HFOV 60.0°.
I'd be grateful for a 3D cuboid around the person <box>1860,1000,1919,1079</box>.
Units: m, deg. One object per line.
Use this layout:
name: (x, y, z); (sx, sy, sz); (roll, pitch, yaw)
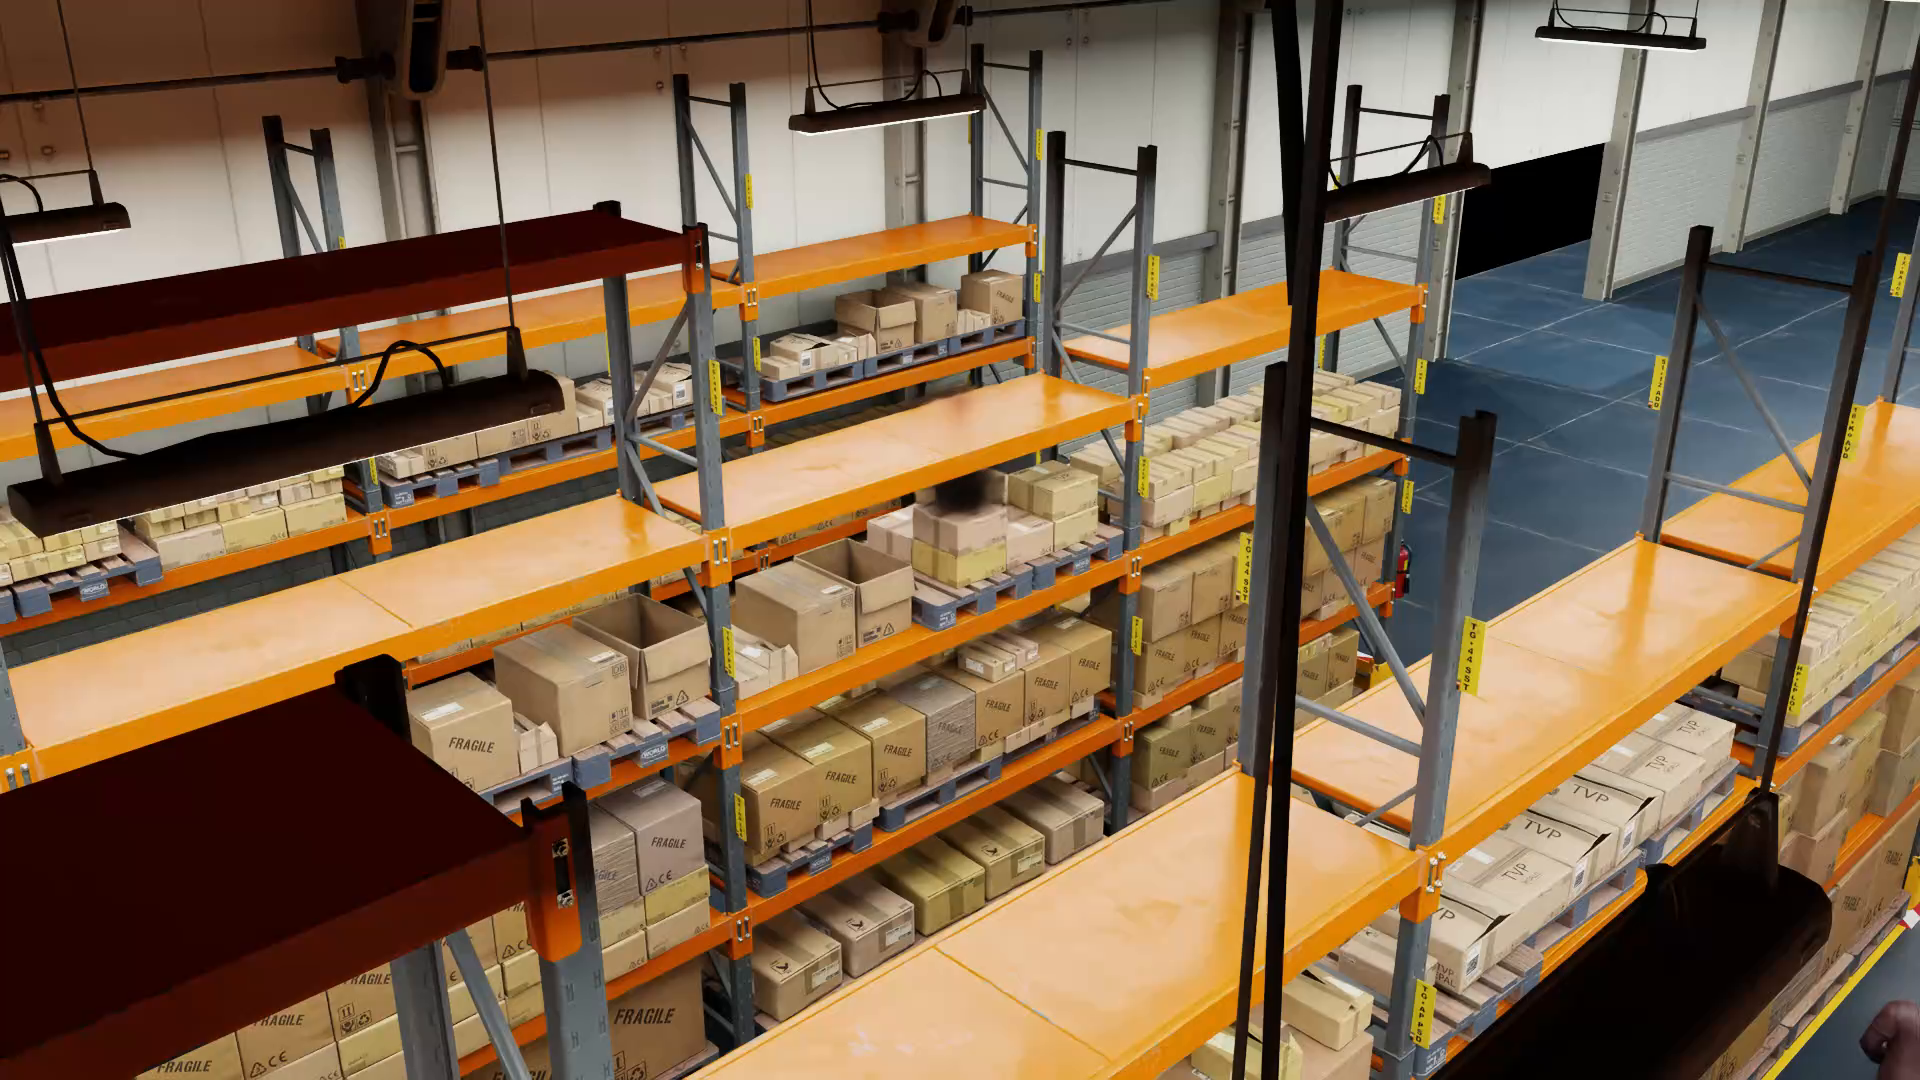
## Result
person: (5.810, 3.487, 10.206); (0.734, 1.693, 0.936); (9, 24, 21)
